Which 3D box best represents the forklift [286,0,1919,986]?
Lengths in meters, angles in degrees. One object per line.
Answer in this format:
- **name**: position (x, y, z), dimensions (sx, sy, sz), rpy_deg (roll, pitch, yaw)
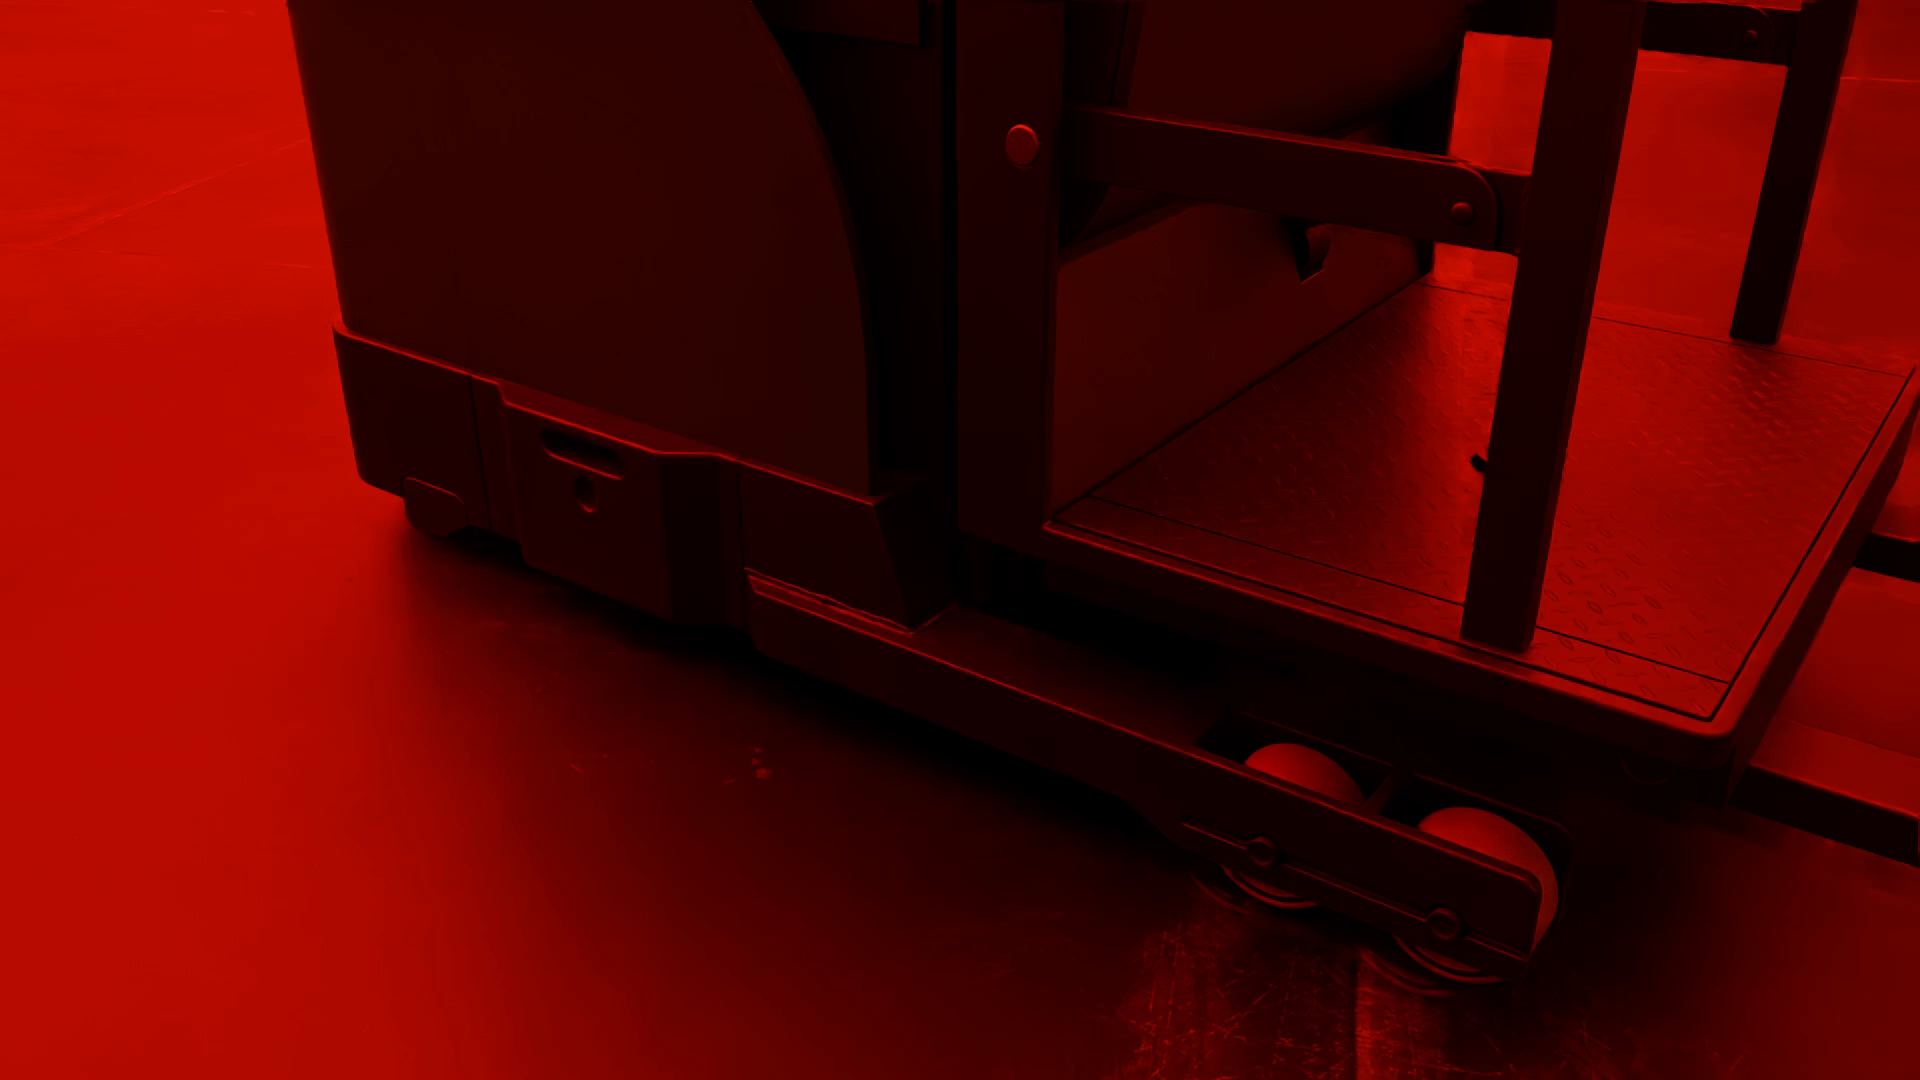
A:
- **forklift**: position (0.564, -1.146, 1.518), dimensions (3.031, 2.935, 1.130), rpy_deg (18, 32, 31)
